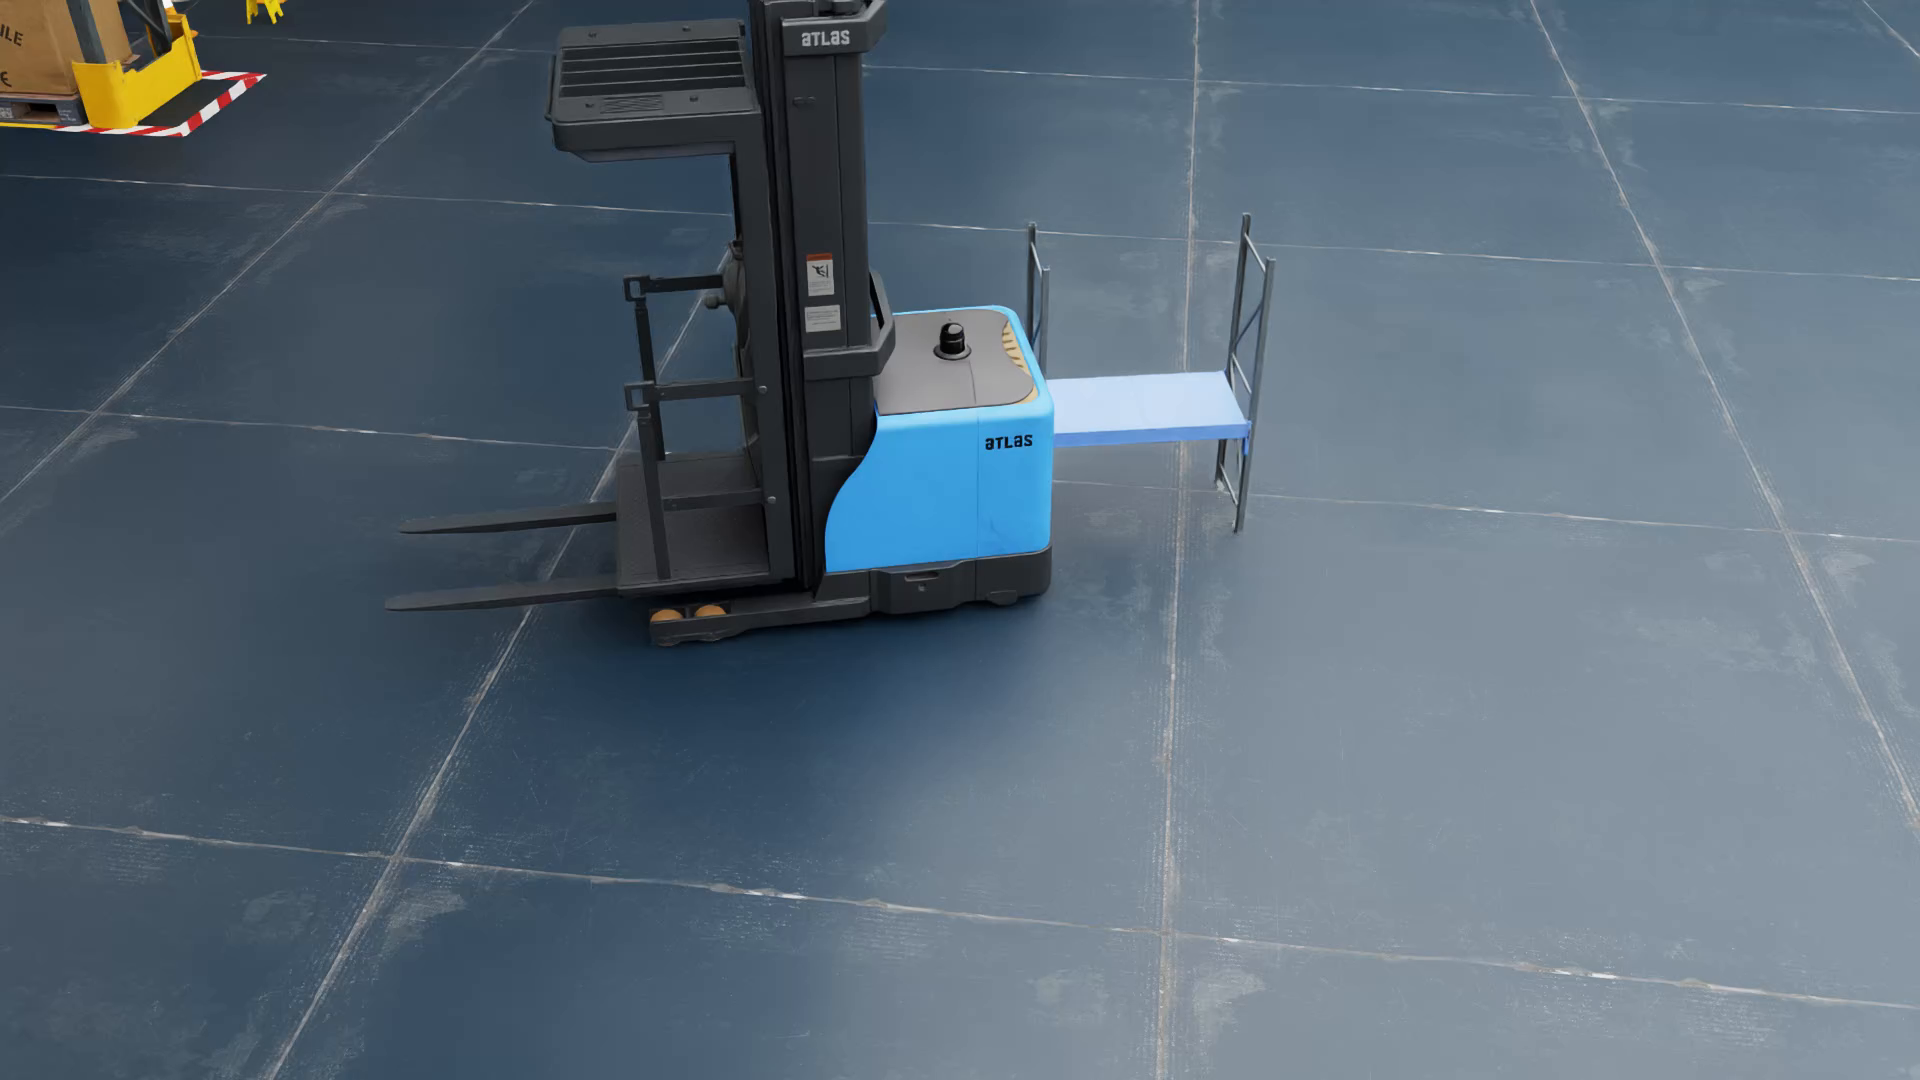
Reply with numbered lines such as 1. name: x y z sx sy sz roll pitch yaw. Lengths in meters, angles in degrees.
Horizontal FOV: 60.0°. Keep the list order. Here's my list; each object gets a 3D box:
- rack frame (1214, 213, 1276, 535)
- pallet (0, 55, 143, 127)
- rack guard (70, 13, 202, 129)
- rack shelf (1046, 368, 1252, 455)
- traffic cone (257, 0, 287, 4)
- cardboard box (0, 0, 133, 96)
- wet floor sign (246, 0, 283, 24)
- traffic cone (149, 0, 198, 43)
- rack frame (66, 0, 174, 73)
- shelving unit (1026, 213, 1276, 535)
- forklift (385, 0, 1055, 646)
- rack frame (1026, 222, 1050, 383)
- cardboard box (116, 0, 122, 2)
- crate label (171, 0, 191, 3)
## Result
1. rack frame: 1.370 -0.782 8.055 0.032 1.500 0.500 -3 36 -4
2. pallet: -7.221 -3.562 13.060 1.213 0.211 1.003 4 36 6
3. rack guard: -6.395 -3.664 12.954 0.348 0.500 1.175 4 36 6
4. rack shelf: 0.864 -0.608 8.120 1.000 0.185 0.538 -3 36 -4
5. traffic cone: -6.283 -5.134 15.045 0.334 0.463 0.336 4 36 6
6. cardboard box: -7.099 -4.001 12.742 0.875 0.875 0.875 4 36 6
7. wet floor sign: -6.138 -4.864 14.509 0.232 0.644 0.267 -2 36 -2
8. traffic cone: -6.764 -4.508 14.168 0.334 0.463 0.336 4 36 6
9. rack frame: -6.418 -4.683 12.230 0.127 3.000 1.000 4 36 6
10. shelving unit: 0.864 -0.754 8.015 1.048 1.500 0.538 -3 36 -4
11. forklift: -1.136 -1.042 7.187 3.031 2.935 1.130 -6 36 -8
12. rack frame: 0.358 -0.726 7.976 0.032 1.500 0.500 -3 36 -4
13. cardboard box: -7.953 -5.198 15.100 0.637 0.503 0.797 -20 40 -26
14. crate label: -7.071 -5.024 15.171 0.298 0.136 0.250 -14 38 -18
